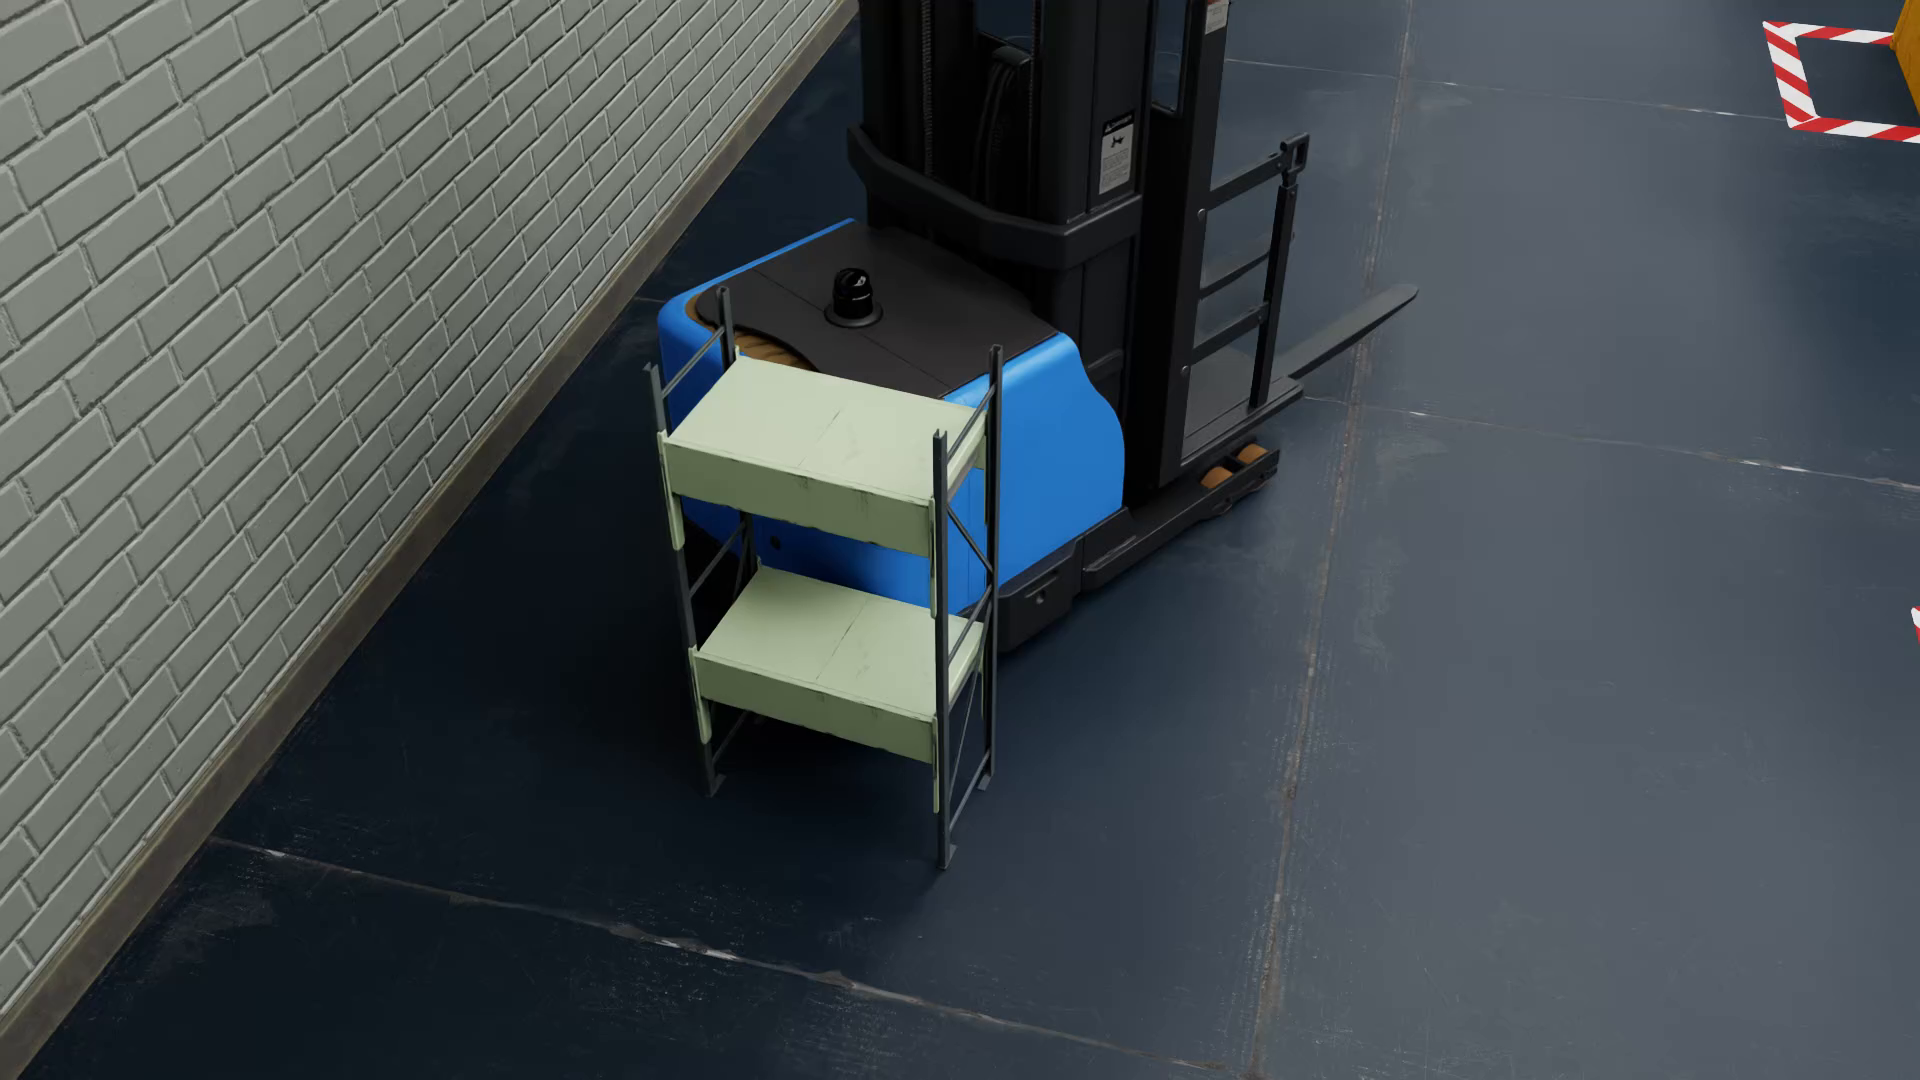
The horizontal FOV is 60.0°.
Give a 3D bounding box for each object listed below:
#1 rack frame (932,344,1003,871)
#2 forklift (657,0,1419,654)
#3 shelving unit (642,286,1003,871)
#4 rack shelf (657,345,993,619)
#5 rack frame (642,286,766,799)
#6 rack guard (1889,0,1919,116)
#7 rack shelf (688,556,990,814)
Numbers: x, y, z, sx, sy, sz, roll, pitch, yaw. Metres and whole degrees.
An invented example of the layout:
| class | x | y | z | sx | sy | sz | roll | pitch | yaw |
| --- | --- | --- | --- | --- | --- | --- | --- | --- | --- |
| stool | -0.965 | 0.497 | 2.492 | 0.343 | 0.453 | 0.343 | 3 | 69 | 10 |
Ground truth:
| class | x | y | z | sx | sy | sz | roll | pitch | yaw |
| --- | --- | --- | --- | --- | --- | --- | --- | --- | --- |
| rack frame | 0.021 | 0.228 | 4.312 | 0.023 | 1.500 | 0.400 | 14 | 42 | 16 |
| forklift | 0.498 | -1.429 | 5.172 | 3.031 | 2.935 | 1.130 | -32 | 49 | -32 |
| shelving unit | -0.321 | 0.143 | 4.413 | 0.755 | 1.500 | 0.431 | 14 | 42 | 16 |
| rack shelf | -0.321 | -0.156 | 4.162 | 0.720 | 0.370 | 0.431 | 14 | 42 | 16 |
| rack frame | -0.662 | 0.058 | 4.514 | 0.023 | 1.500 | 0.400 | 14 | 42 | 16 |
| rack guard | 5.008 | -2.489 | 8.325 | 0.348 | 0.500 | 1.175 | 10 | 41 | 11 |
| rack shelf | -0.321 | 0.393 | 4.623 | 0.720 | 0.370 | 0.431 | 14 | 42 | 16 |
